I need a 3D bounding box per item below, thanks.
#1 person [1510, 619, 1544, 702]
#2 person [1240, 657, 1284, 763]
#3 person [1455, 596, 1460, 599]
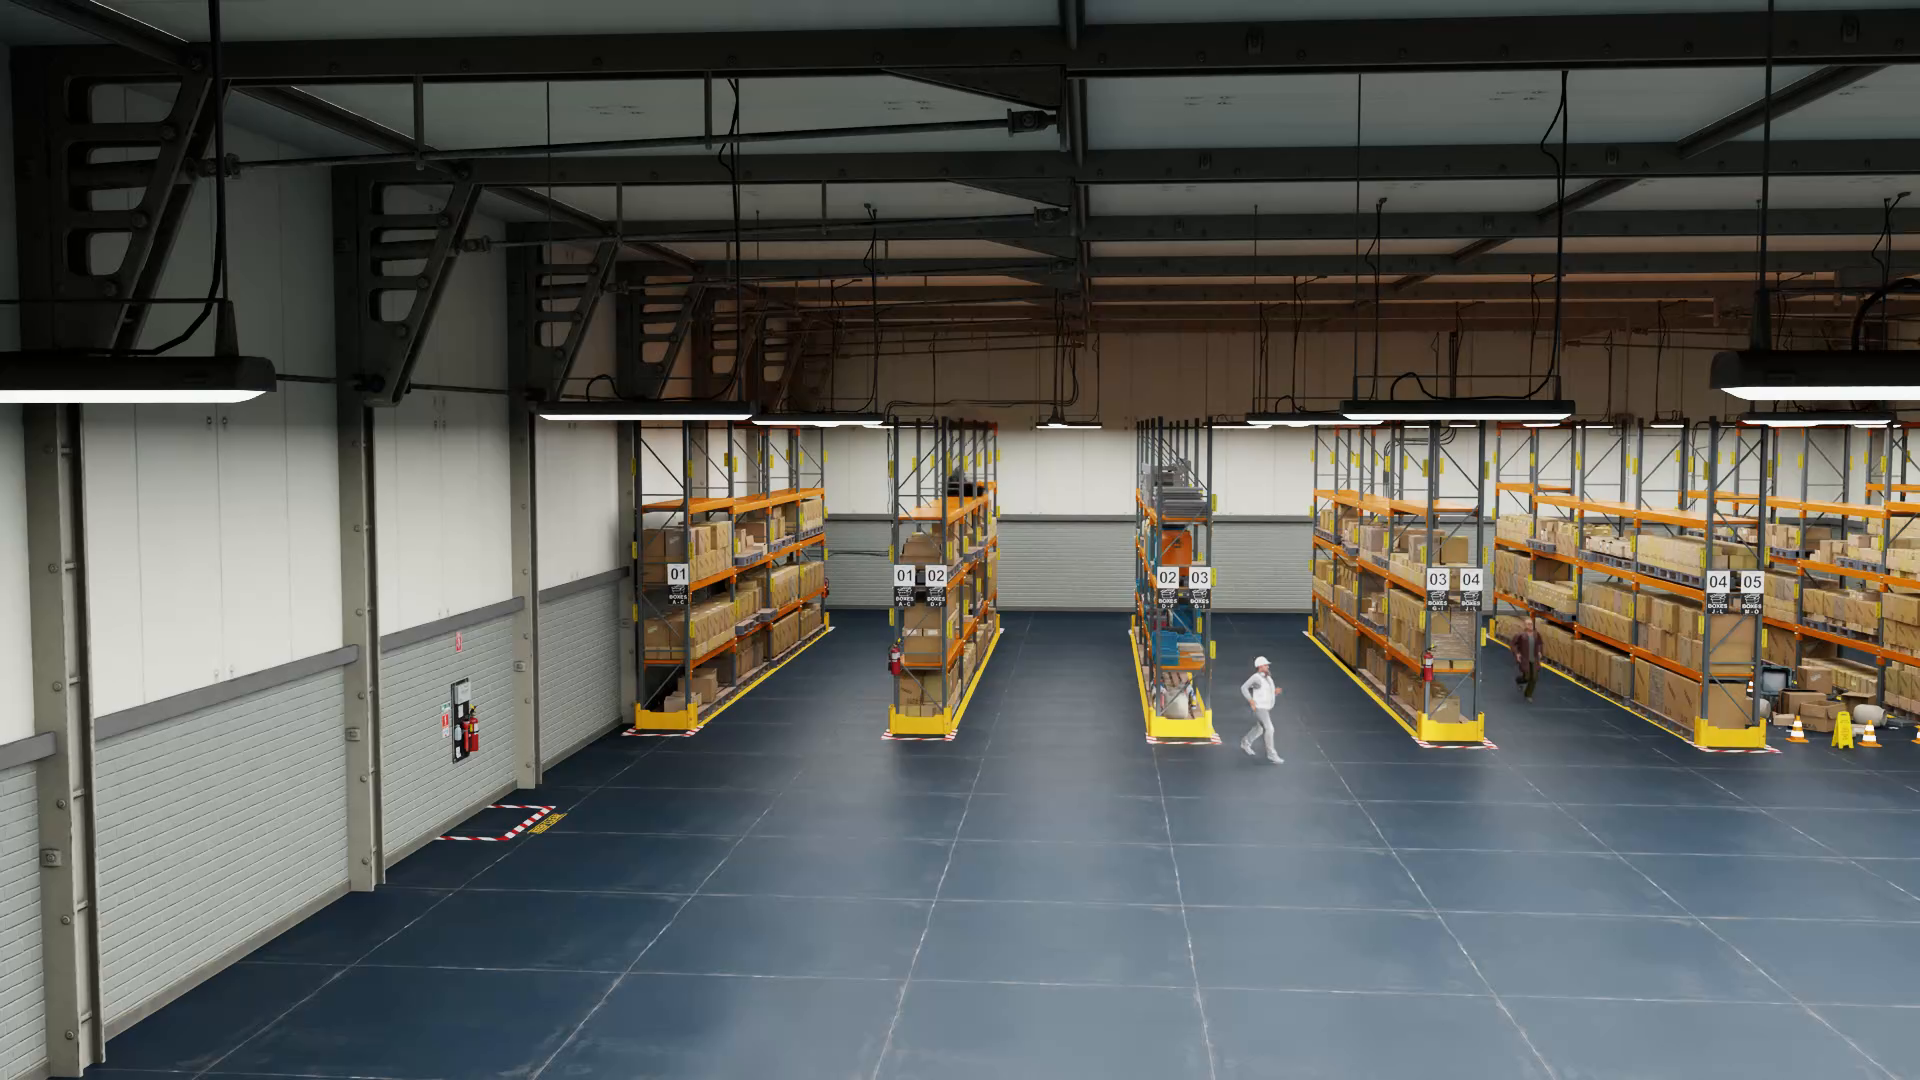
[{"bbox_3d":[12.102,2.560,35.450,0.724,1.752,0.618,0,4,-4],"label":"person"},{"bbox_3d":[5.251,2.925,28.893,0.903,1.791,0.642,3,5,37],"label":"person"},{"bbox_3d":[13.794,1.886,46.999,0.522,1.537,0.787,-2,4,-30],"label":"person"}]
